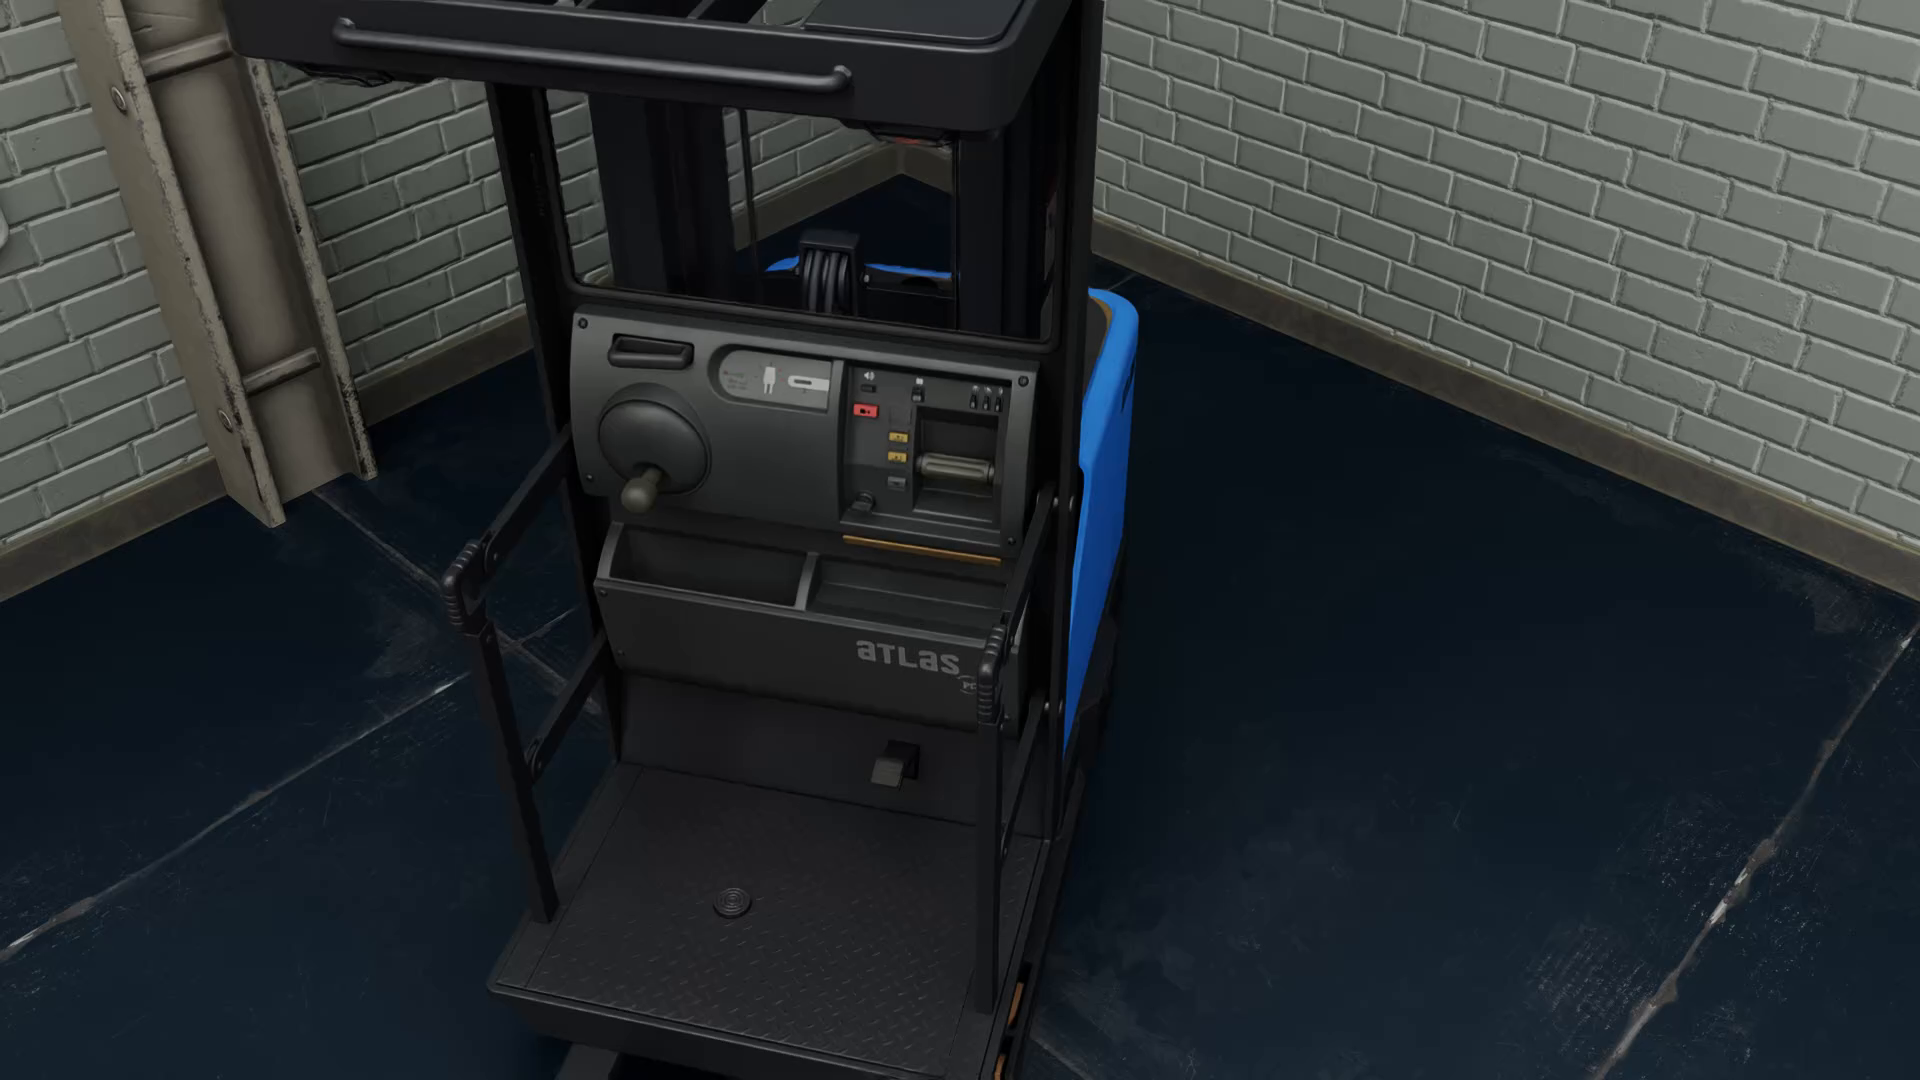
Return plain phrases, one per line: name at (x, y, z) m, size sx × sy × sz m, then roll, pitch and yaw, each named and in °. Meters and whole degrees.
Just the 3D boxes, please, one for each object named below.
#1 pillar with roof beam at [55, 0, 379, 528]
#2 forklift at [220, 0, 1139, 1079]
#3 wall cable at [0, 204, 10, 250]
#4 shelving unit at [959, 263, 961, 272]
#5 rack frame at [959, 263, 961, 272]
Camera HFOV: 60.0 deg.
pillar with roof beam at (1.004, -1.907, 0.418) m, size 9.100 × 9.000 × 0.400 m, roll 30°, pitch 47°, yaw 32°
forklift at (-0.364, -0.134, 3.064) m, size 1.130 × 2.935 × 3.031 m, roll 9°, pitch 39°, yaw 11°
wall cable at (-3.191, -1.146, 3.465) m, size 0.084 × 1.984 × 1.851 m, roll 30°, pitch 47°, yaw 32°
shelving unit at (0.006, -0.357, 4.976) m, size 0.258 × 0.900 × 0.210 m, roll 29°, pitch 47°, yaw 32°
rack frame at (0.074, -0.404, 5.035) m, size 0.240 × 0.900 × 0.006 m, roll 29°, pitch 47°, yaw 32°
